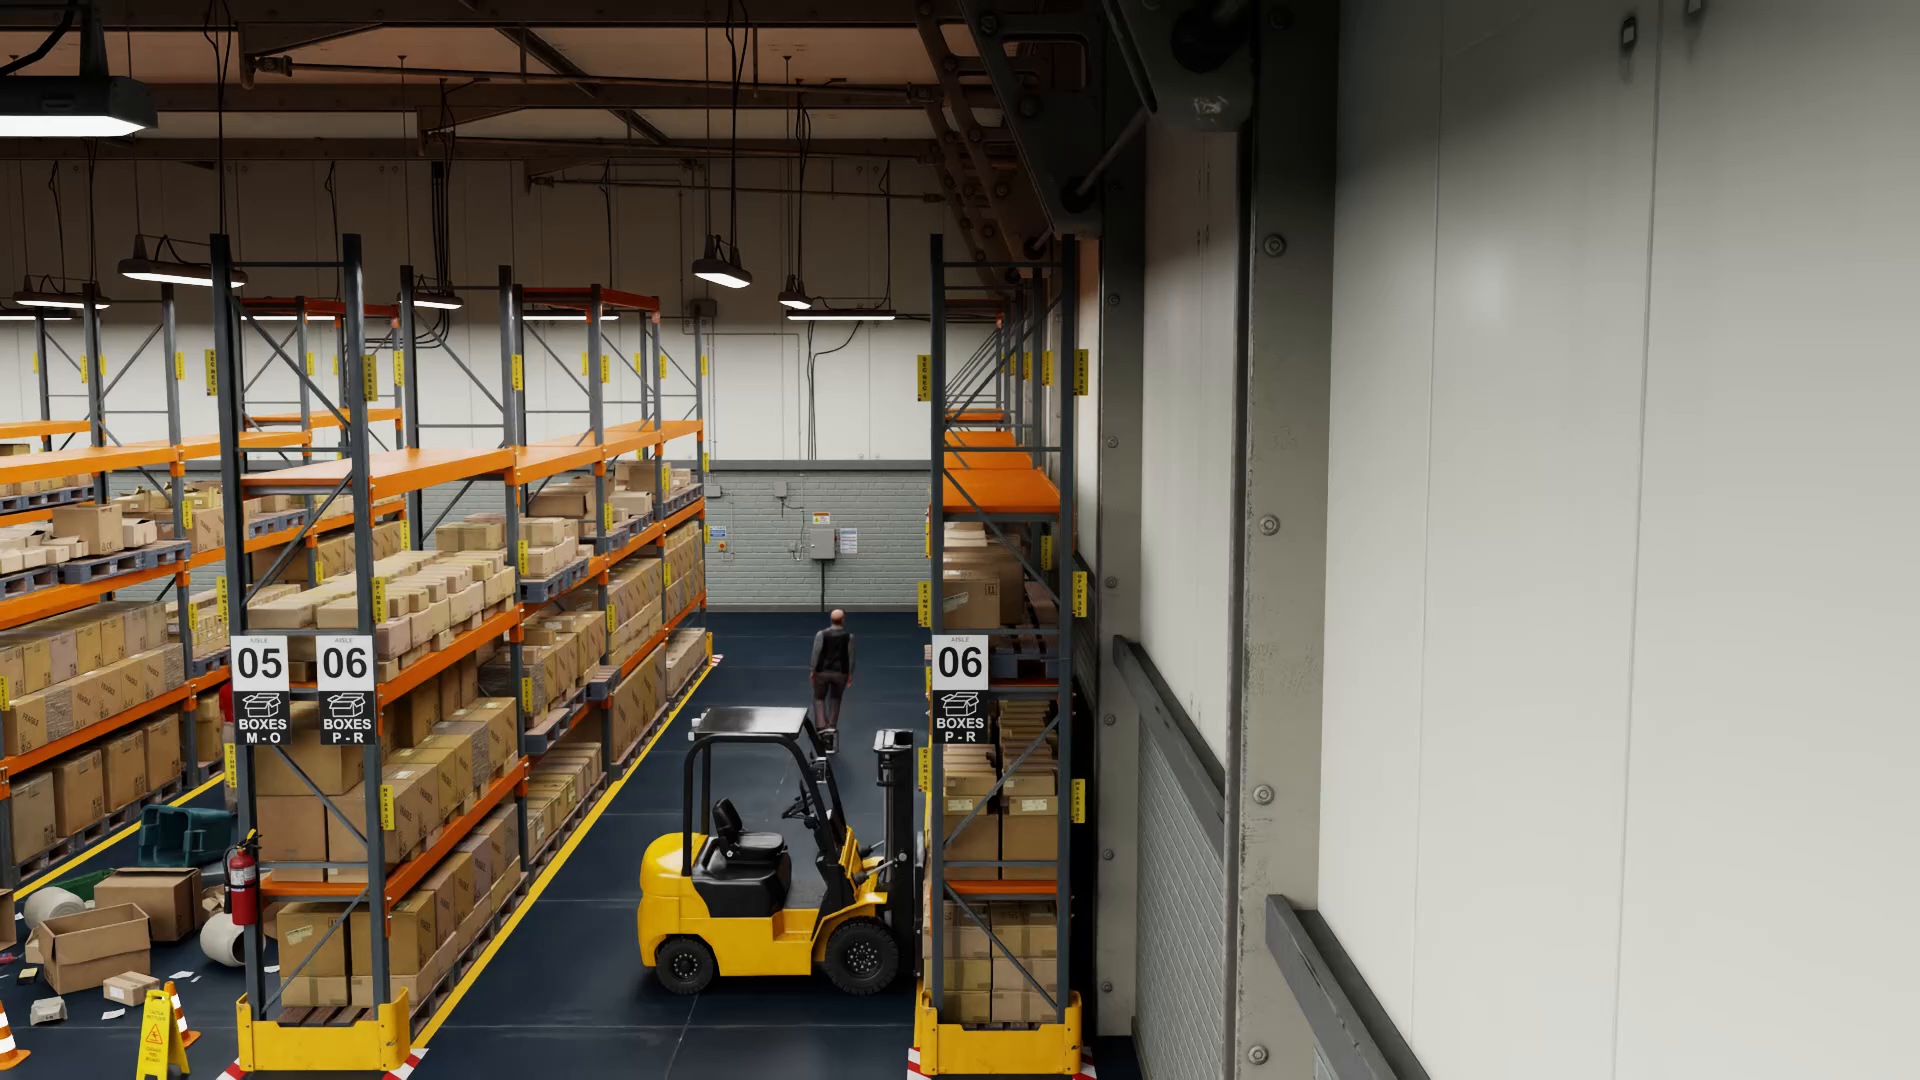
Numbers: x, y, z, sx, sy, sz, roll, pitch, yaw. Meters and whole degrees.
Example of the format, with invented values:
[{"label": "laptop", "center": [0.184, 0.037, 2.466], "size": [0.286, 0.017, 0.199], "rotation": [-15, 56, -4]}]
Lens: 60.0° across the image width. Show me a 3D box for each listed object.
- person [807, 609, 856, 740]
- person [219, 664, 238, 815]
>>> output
[{"label": "person", "center": [-1.672, 1.740, 21.591], "size": [0.638, 1.697, 0.504], "rotation": [0, 6, -4]}, {"label": "person", "center": [-8.148, 2.234, 18.781], "size": [0.588, 1.713, 0.477], "rotation": [2, 7, 16]}]
